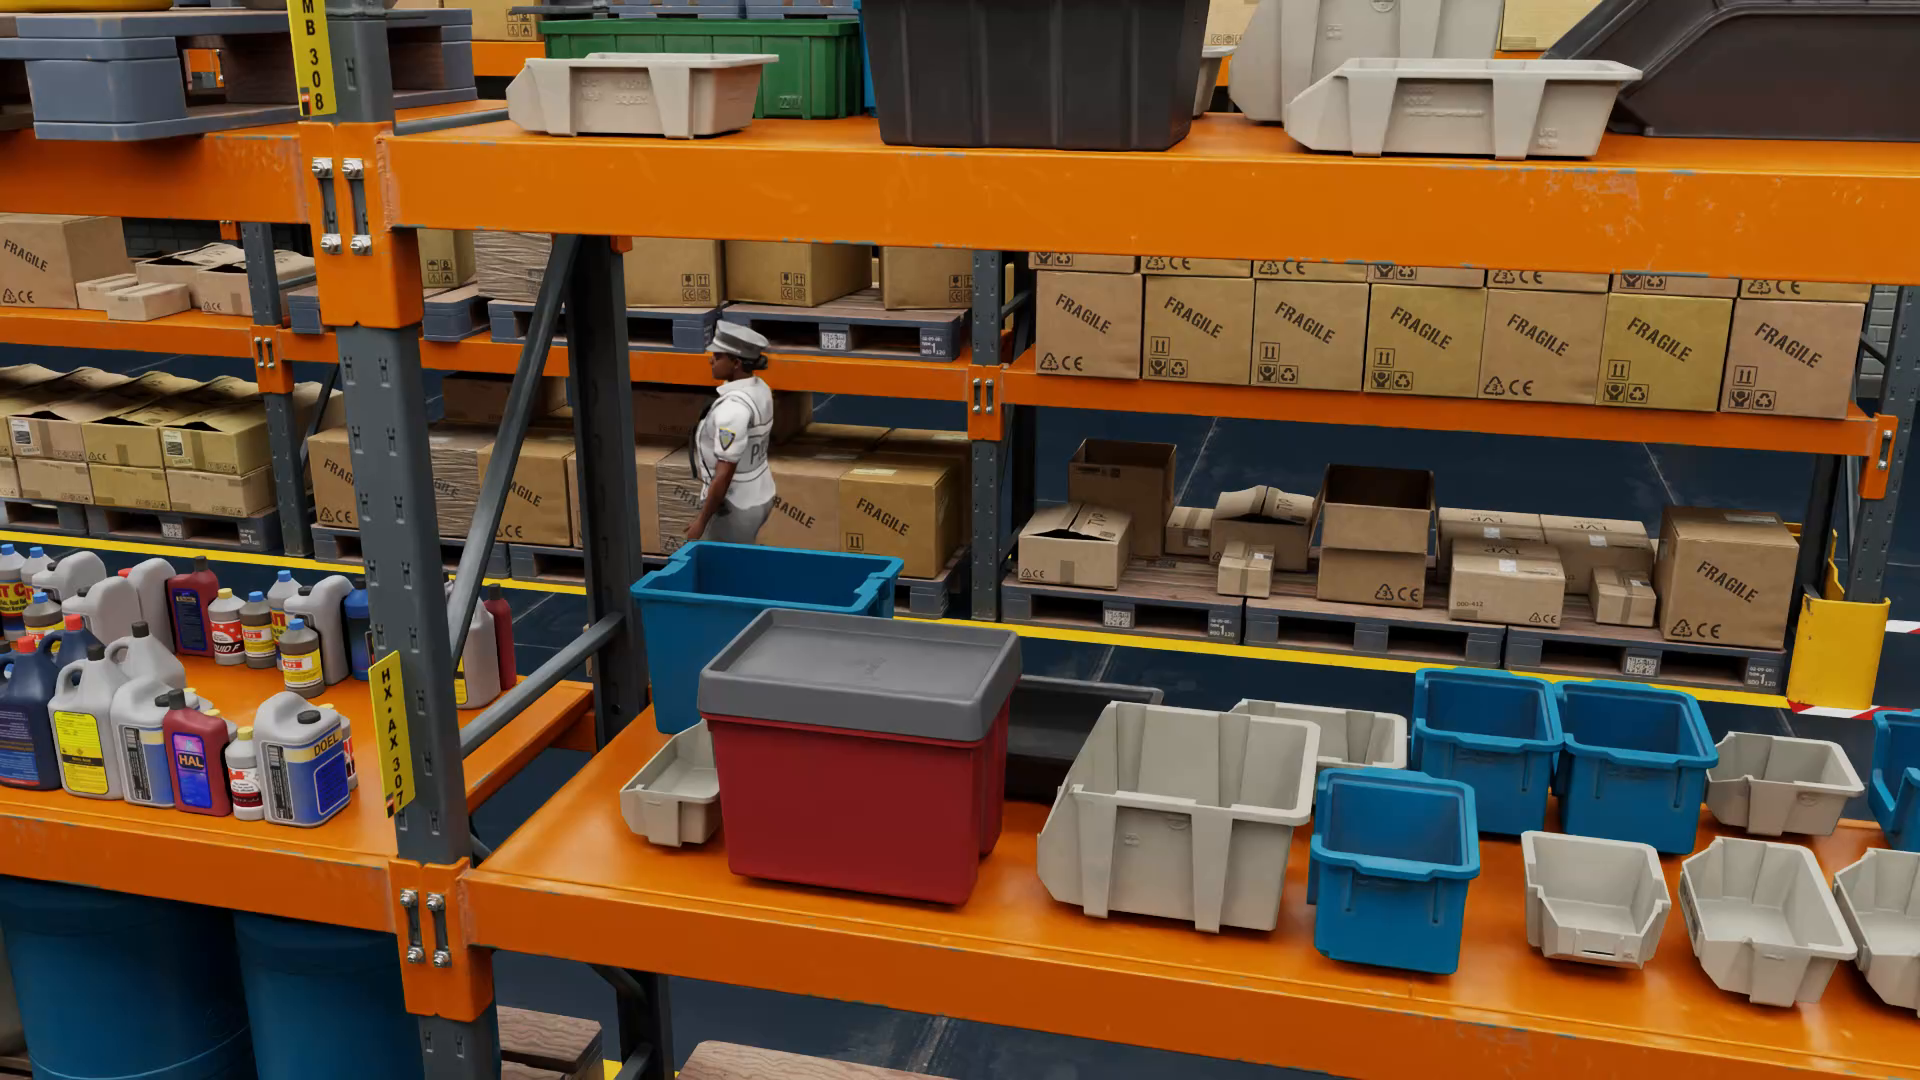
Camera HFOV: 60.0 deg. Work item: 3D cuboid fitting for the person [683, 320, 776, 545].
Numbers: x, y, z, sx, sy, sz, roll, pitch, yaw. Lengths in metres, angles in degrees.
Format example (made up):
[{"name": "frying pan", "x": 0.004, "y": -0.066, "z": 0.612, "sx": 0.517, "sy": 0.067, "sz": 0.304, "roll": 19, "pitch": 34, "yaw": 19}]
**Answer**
[{"name": "person", "x": -1.034, "y": -0.122, "z": 7.367, "sx": 0.453, "sy": 1.727, "sz": 0.496, "roll": 3, "pitch": 19, "yaw": 9}]
